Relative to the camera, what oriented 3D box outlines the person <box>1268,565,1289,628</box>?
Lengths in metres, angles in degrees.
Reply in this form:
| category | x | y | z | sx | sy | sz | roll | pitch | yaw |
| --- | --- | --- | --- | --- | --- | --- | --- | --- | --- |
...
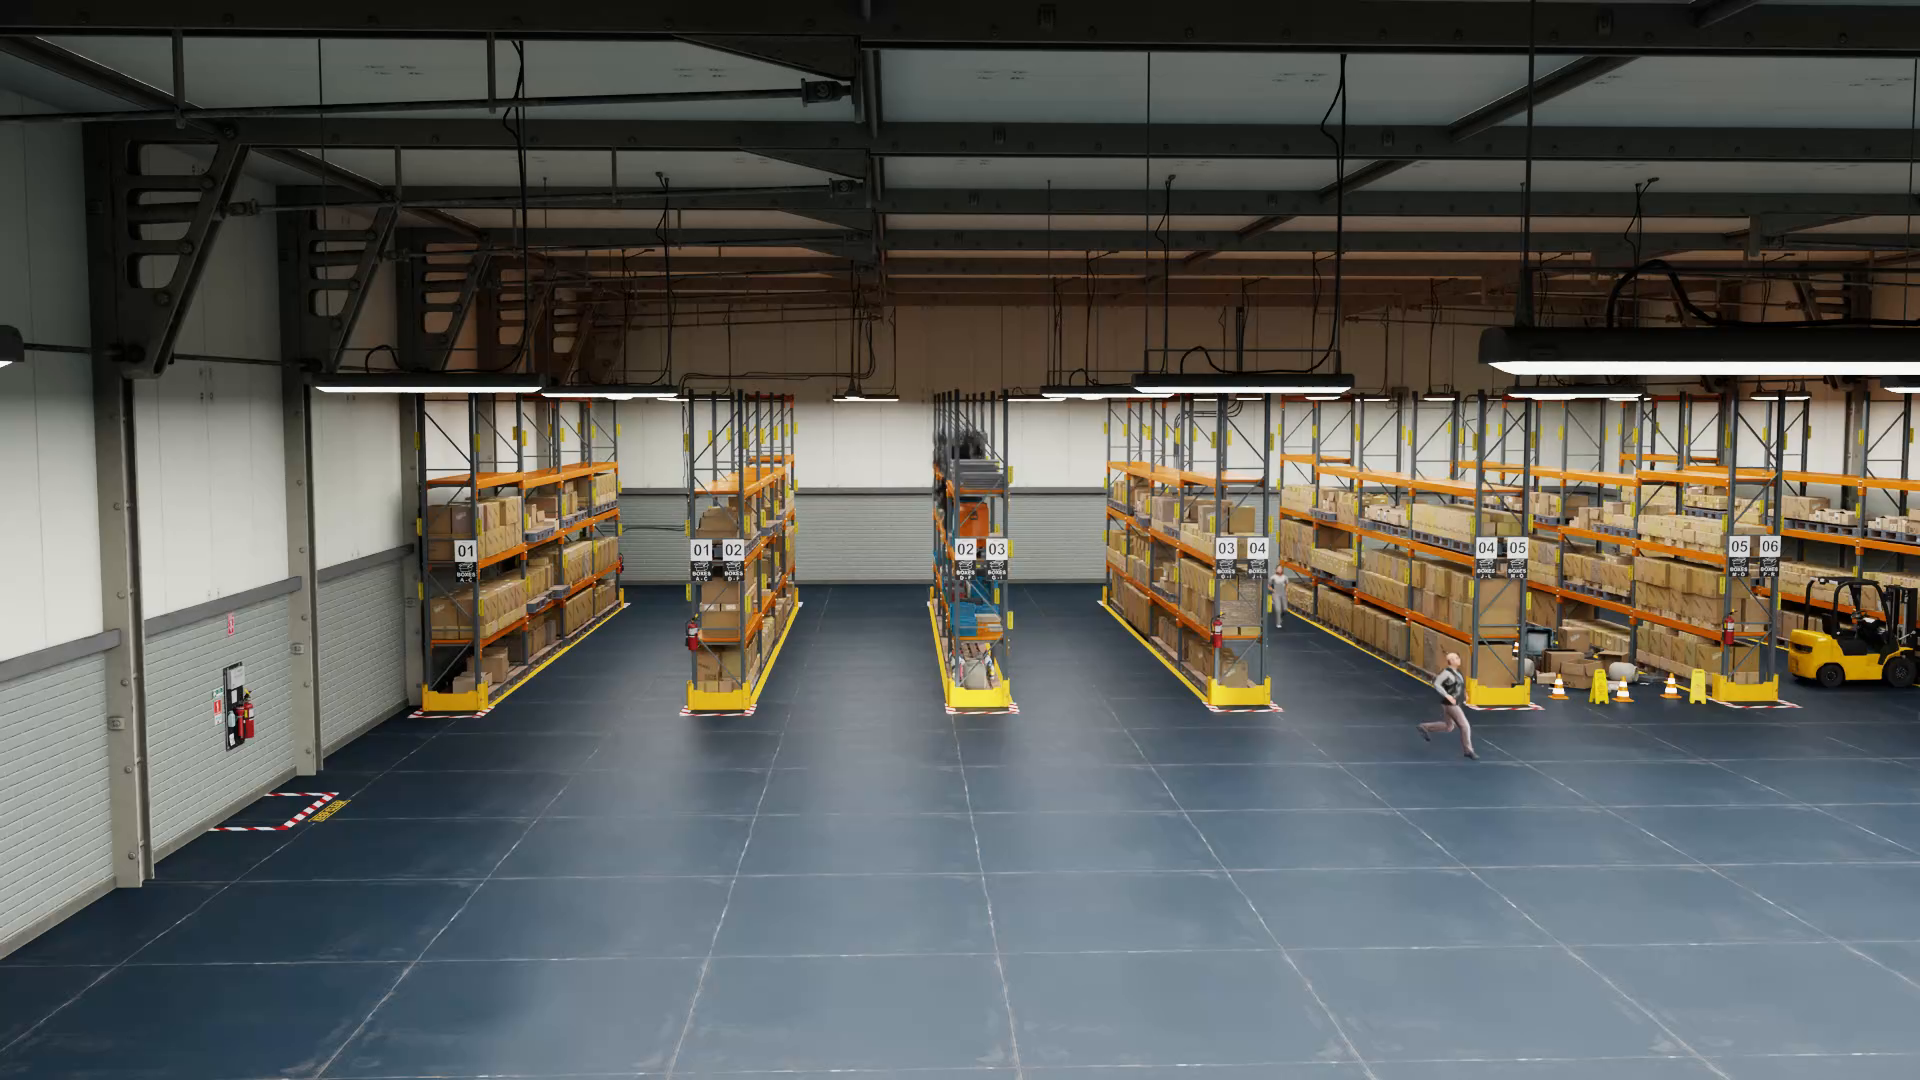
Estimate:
| category | x | y | z | sx | sy | sz | roll | pitch | yaw |
| --- | --- | --- | --- | --- | --- | --- | --- | --- | --- |
| person | 8.172 | 1.437 | 42.602 | 0.561 | 1.620 | 0.588 | 0 | 5 | -2 |

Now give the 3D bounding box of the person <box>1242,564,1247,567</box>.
| category | x | y | z | sx | sy | sz | roll | pitch | yaw |
| --- | --- | --- | --- | --- | --- | --- | --- | --- | --- |
| person | 7.994 | 1.039 | 48.043 | 0.755 | 1.592 | 0.564 | 3 | 5 | 30 |

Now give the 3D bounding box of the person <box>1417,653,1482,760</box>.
| category | x | y | z | sx | sy | sz | roll | pitch | yaw |
| --- | --- | --- | --- | --- | --- | --- | --- | --- | --- |
| person | 7.979 | 2.687 | 27.068 | 1.077 | 1.718 | 0.632 | 2 | 5 | 27 |
